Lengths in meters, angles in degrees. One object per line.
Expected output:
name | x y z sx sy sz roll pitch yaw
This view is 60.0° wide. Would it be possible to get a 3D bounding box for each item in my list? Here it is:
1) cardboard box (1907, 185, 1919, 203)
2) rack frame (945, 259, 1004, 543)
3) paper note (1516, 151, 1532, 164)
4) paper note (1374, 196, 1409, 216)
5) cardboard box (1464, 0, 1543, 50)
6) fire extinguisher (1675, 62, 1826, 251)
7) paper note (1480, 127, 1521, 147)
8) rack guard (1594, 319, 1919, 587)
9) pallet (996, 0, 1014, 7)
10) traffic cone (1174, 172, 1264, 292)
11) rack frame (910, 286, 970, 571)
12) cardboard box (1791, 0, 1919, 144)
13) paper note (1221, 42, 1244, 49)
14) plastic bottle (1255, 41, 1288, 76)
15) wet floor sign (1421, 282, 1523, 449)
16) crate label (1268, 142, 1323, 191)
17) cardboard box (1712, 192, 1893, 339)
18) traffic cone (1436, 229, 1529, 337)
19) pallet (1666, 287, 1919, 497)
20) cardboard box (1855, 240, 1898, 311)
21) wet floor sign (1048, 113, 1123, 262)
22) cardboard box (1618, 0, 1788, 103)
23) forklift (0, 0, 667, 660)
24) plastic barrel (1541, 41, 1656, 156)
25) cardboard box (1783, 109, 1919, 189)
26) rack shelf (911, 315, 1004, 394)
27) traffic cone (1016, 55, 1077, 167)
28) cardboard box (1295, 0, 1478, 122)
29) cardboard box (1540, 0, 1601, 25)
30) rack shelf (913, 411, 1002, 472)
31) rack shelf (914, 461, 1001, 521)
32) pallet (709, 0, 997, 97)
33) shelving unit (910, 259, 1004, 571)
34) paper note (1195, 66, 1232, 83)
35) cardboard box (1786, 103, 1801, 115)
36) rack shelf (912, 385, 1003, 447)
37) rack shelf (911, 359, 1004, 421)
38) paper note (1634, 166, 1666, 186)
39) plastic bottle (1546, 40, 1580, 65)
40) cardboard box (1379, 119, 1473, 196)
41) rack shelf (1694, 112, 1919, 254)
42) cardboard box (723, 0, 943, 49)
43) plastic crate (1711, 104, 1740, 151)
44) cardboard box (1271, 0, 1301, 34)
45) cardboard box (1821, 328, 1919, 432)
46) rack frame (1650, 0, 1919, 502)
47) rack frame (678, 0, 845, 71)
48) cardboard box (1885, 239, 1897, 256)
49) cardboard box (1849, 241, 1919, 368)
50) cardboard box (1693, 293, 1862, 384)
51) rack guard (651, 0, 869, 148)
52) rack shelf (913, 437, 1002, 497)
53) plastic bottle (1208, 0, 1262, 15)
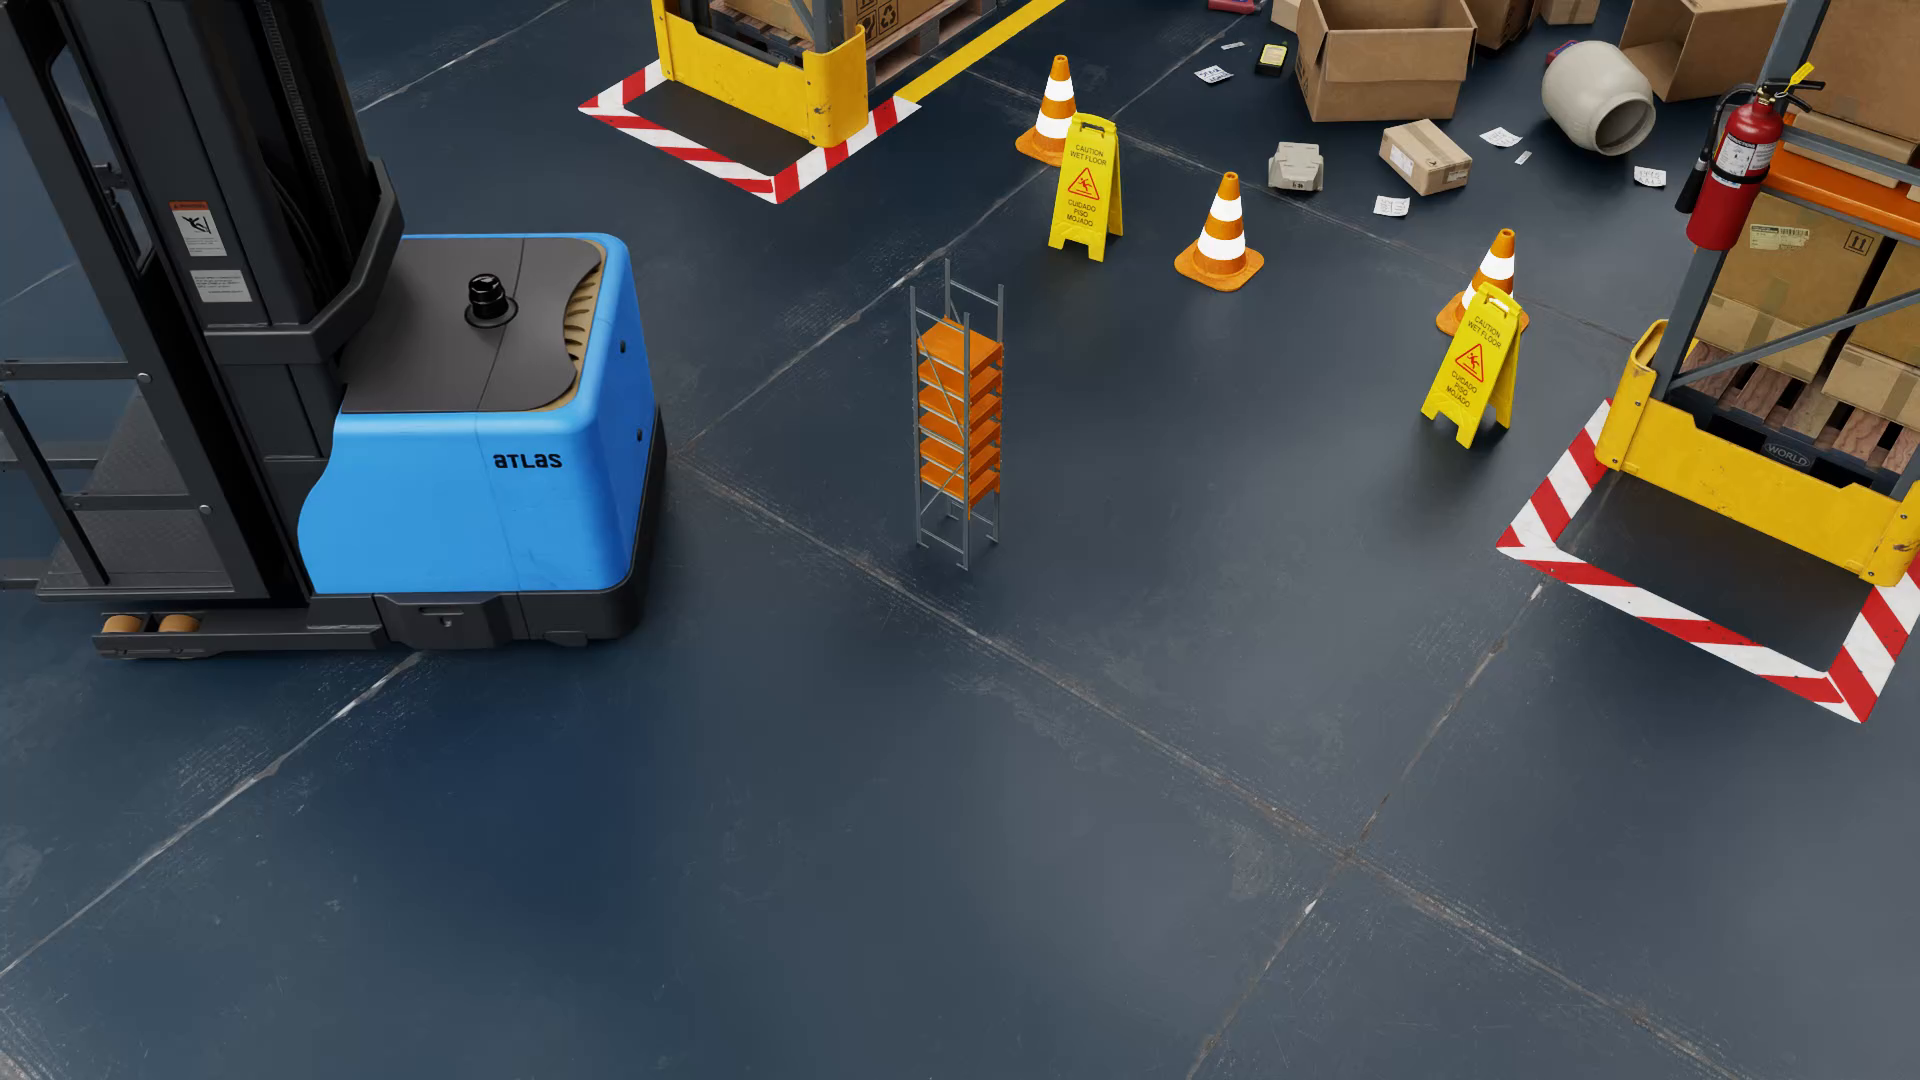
cardboard box | 3.373 -1.173 5.470 0.380 0.149 0.250 29 53 25
rack frame | 0.047 -0.459 5.858 0.240 1.200 0.006 29 53 25
paper note | 2.711 -1.840 8.001 0.032 0.001 0.123 29 53 25
paper note | 2.004 -1.552 7.712 0.148 0.019 0.142 13 48 12
cardboard box | 2.637 -3.005 8.678 0.797 0.637 0.503 29 53 25
fire extinguisher | 2.567 -1.269 5.441 0.296 0.674 0.183 29 53 25
paper note | 2.642 -1.968 8.117 0.142 0.019 0.148 -25 51 -22
rack guard | 3.048 -0.337 6.226 1.175 0.500 0.348 29 53 25
pallet | 0.196 -3.512 9.459 1.003 0.211 1.213 29 53 25
traffic cone | 1.157 -1.393 7.261 0.336 0.463 0.334 29 53 25
rack frame | -0.065 -0.354 5.758 0.240 1.200 0.006 29 53 25
cardboard box | 3.115 -1.727 5.550 0.500 0.500 0.500 28 53 24
paper note | 1.430 -2.592 8.719 0.123 0.001 0.032 -17 49 -15
plastic bottle | 1.617 -2.499 8.595 0.133 0.061 0.283 13 48 12
wet floor sign | 2.039 -0.708 6.480 0.232 0.644 0.267 -25 51 -22
crate label | 1.589 -1.758 7.835 0.250 0.136 0.298 6 47 5
cardboard box | 3.285 -1.185 6.400 0.500 0.500 0.500 30 53 25
traffic cone | 2.244 -1.097 6.978 0.336 0.463 0.334 29 53 25
pallet | 3.573 -0.687 6.760 1.003 0.211 1.213 29 53 25
cardboard box | 3.606 -1.227 6.959 0.500 0.250 0.500 29 53 25
wet floor sign | 0.572 -1.582 7.315 0.267 0.644 0.232 21 50 19
cardboard box | 3.715 -2.572 8.359 0.500 0.500 0.500 -9 47 -8
forklift | -2.647 -0.980 5.159 3.031 2.935 1.130 -1 46 -1
plastic barrel | 3.066 -2.118 7.981 0.421 0.421 0.512 -9 47 -8
cardboard box | 3.061 -1.379 5.666 0.380 0.149 0.250 31 54 26
rack shelf | -0.009 -0.624 5.580 0.258 0.103 0.180 29 53 25
traffic cone | 0.471 -2.087 7.924 0.336 0.463 0.334 29 53 25
cardboard box | 2.072 -2.419 8.213 0.797 0.503 0.637 -2 46 -2
cardboard box | 3.251 -2.984 8.917 0.258 0.266 0.396 -2 46 -2
rack shelf | -0.009 -0.375 5.840 0.258 0.103 0.180 29 53 25
rack shelf | -0.009 -0.210 6.014 0.258 0.103 0.180 29 53 25
pallet | -0.550 -2.816 8.795 1.003 0.211 1.213 29 53 25
shelving unit | -0.009 -0.406 5.808 0.258 1.200 0.189 29 53 25
paper note | 1.299 -2.384 8.508 0.142 0.017 0.144 -25 51 -22
cardboard box | 3.128 -1.573 5.852 0.380 0.149 0.250 29 53 25
rack shelf | -0.009 -0.458 5.754 0.258 0.103 0.180 29 53 25
rack shelf | -0.009 -0.541 5.667 0.258 0.103 0.180 29 53 25
paper note | 3.272 -1.726 7.878 0.142 0.019 0.148 13 48 12
plastic bottle | 3.174 -2.522 8.616 0.283 0.061 0.133 -33 55 -28
cardboard box | 2.204 -1.815 7.881 0.250 0.149 0.380 -17 49 -15
rack shelf | 4.224 -2.053 6.634 1.077 0.370 4.000 29 53 25
cardboard box | -0.615 -3.116 8.331 0.875 0.875 0.875 29 53 25
plastic crate | 3.838 -1.902 8.011 0.402 0.080 0.583 13 48 12
cardboard box | 1.875 -2.834 8.774 0.258 0.266 0.396 -33 55 -28
cardboard box | 3.714 -0.692 6.447 0.500 0.250 0.500 29 53 25
rack frame | 3.002 -1.157 5.281 1.000 3.000 0.127 29 53 25
rack frame | -0.977 -3.288 7.316 1.000 3.000 0.127 29 53 25
cardboard box | 3.601 -1.485 6.687 0.500 0.500 0.500 31 54 26
cardboard box | 3.728 -0.965 6.189 0.500 0.500 0.500 28 52 24
cardboard box | 3.298 -0.948 6.692 0.500 0.250 0.500 29 53 25
rack guard | -0.992 -2.410 8.207 1.175 0.500 0.348 29 53 25
rack shelf | -0.009 -0.293 5.927 0.258 0.103 0.180 29 53 25
plastic bottle | 1.494 -2.902 8.980 0.283 0.061 0.133 13 48 12
